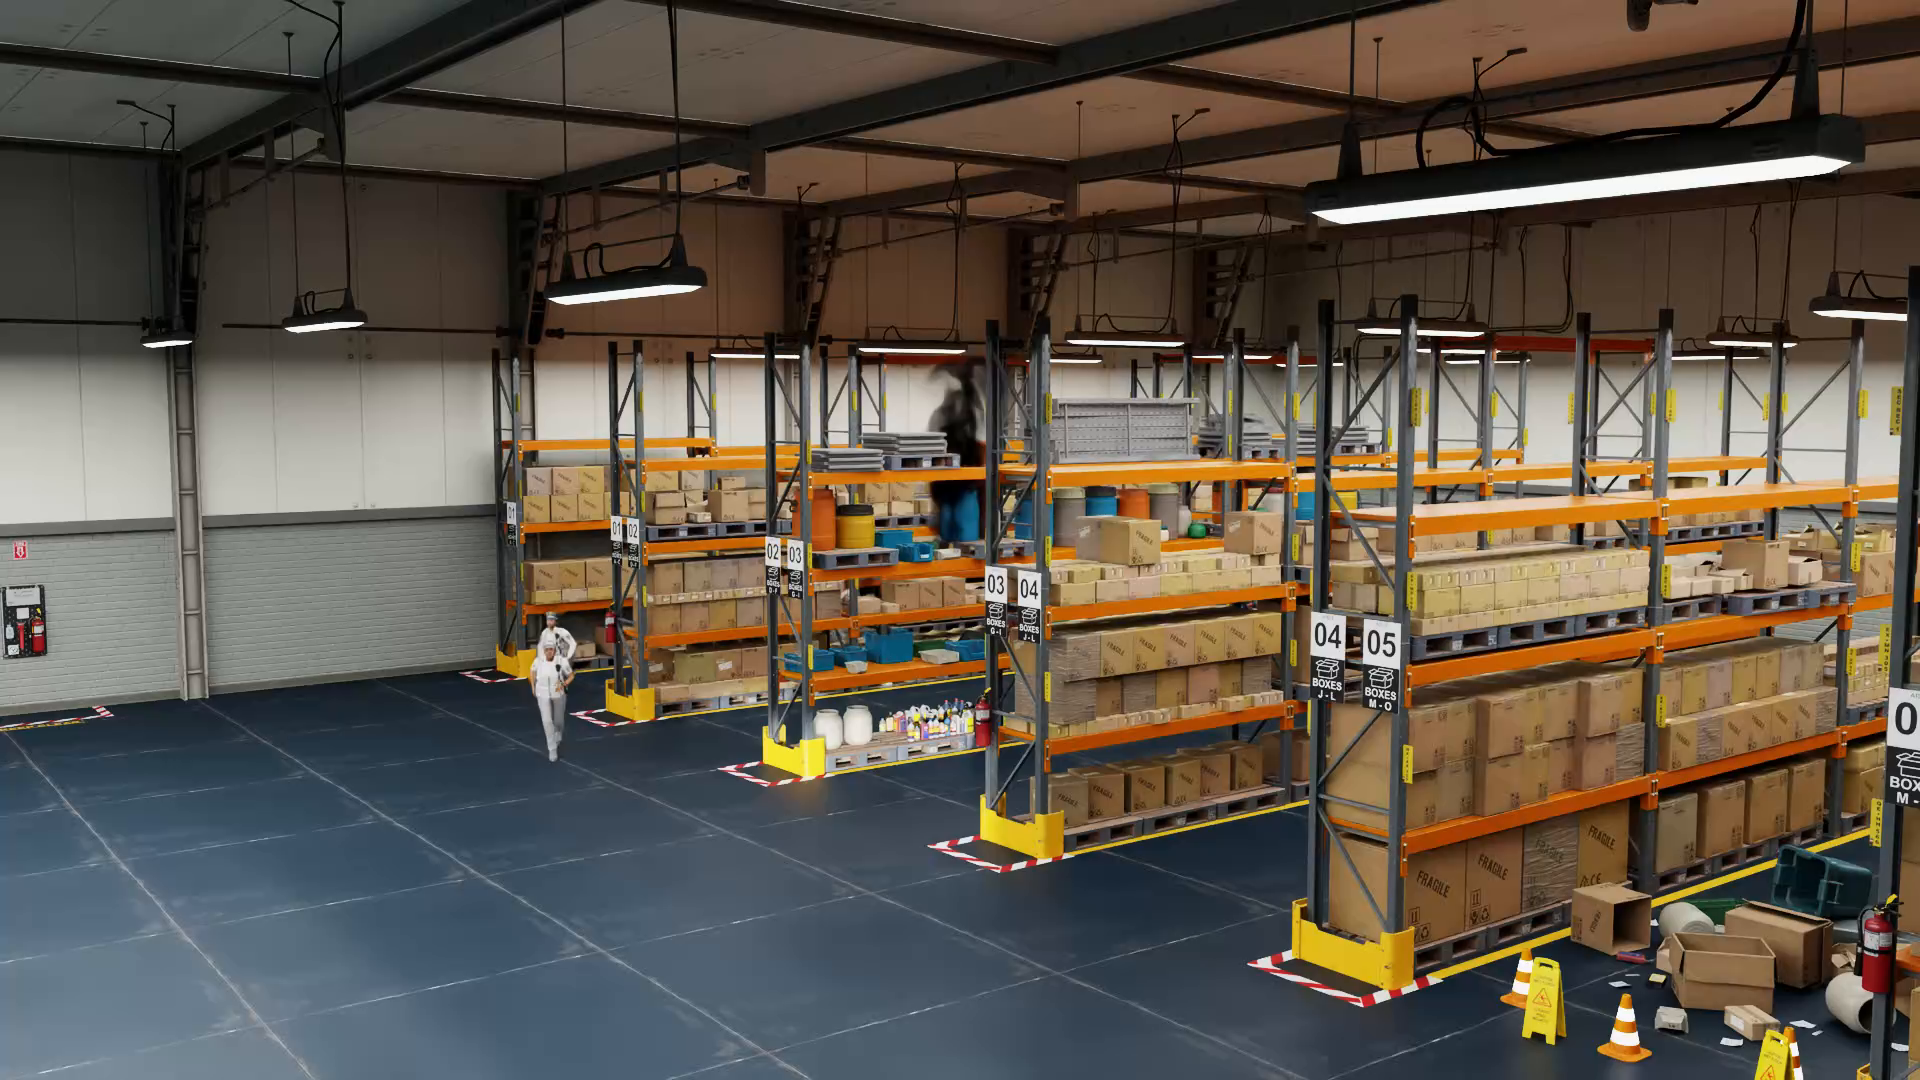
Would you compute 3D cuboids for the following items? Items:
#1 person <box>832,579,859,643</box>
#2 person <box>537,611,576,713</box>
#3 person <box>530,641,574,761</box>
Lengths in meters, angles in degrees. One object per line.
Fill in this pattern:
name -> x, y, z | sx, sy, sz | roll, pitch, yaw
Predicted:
person -> -2.261, 1.521, 32.359 | 0.572, 1.630, 0.565 | -5, 7, -43
person -> -6.554, 1.976, 27.045 | 0.641, 1.674, 0.624 | 1, 5, 11
person -> -5.846, 2.256, 23.839 | 0.629, 1.668, 0.963 | -1, 5, -10
